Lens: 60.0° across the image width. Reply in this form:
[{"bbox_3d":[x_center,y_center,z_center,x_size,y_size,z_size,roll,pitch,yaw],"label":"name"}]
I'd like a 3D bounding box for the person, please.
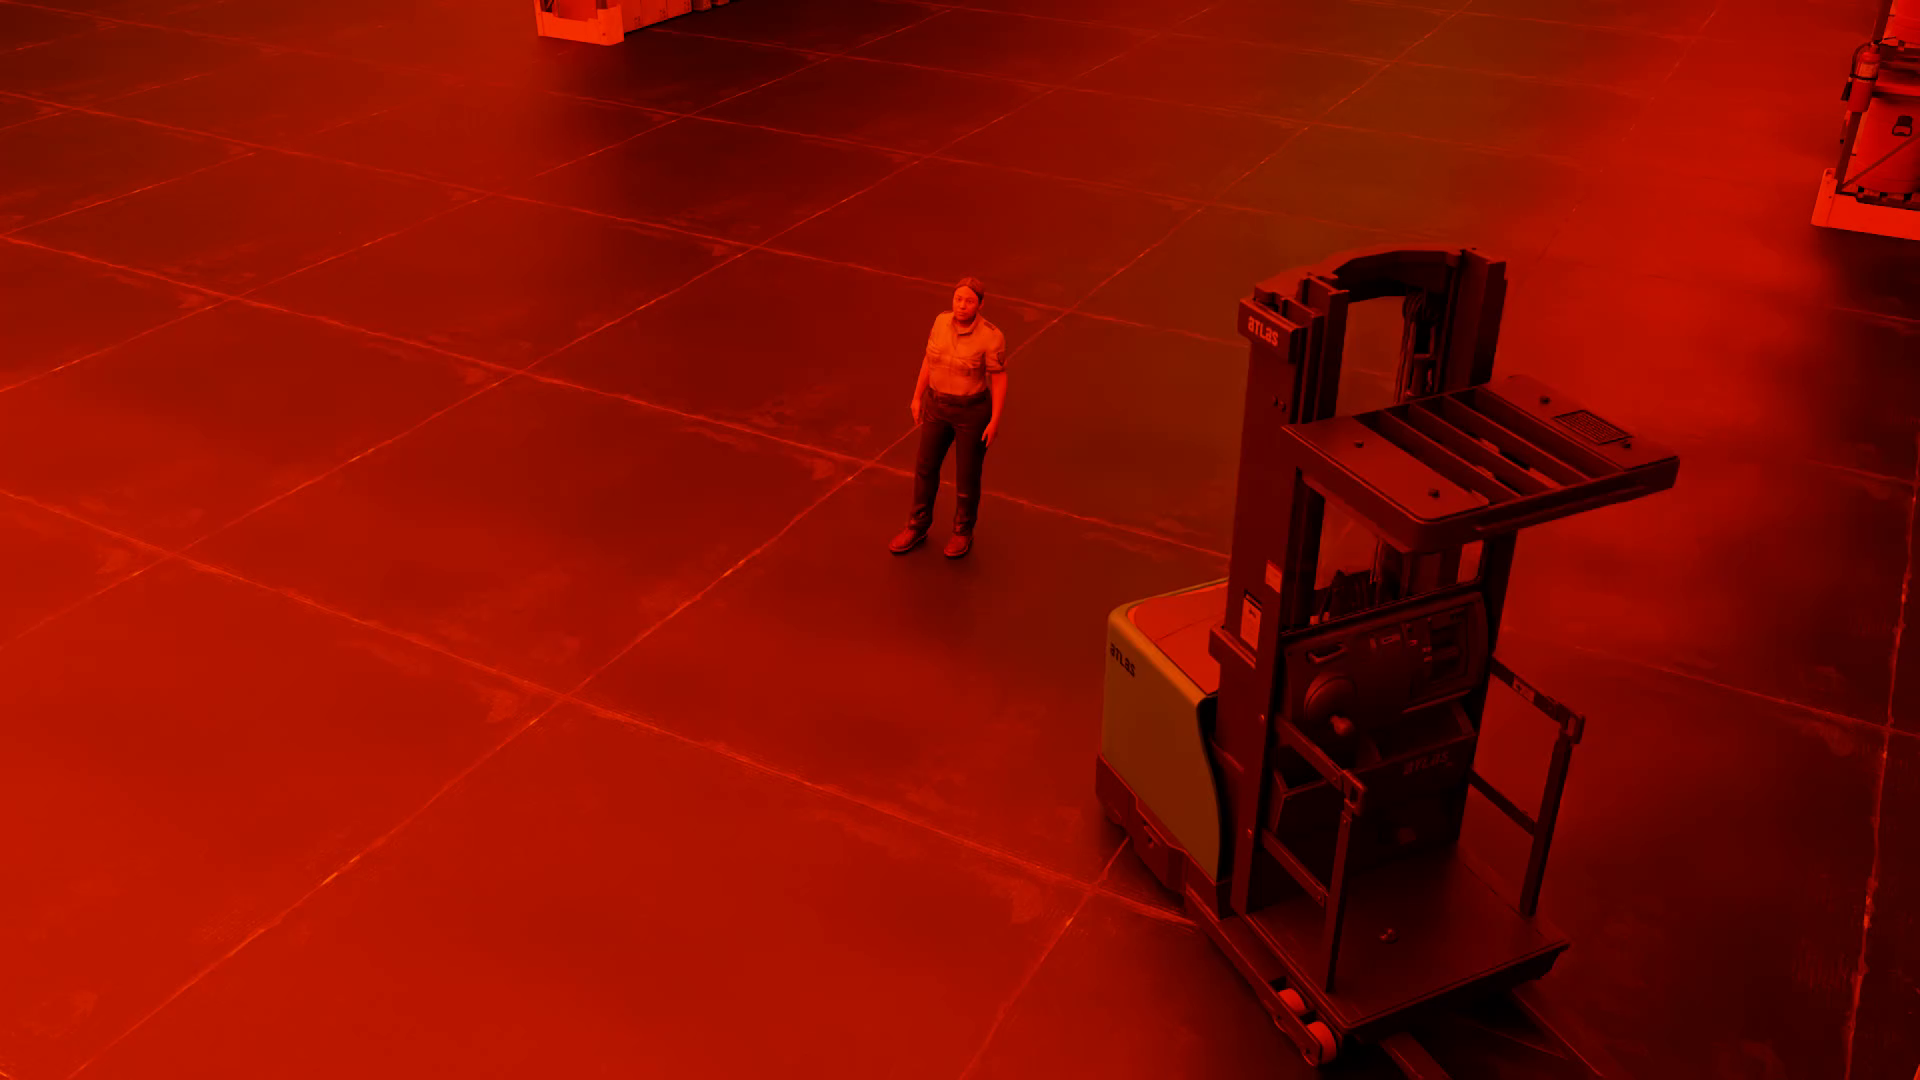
[{"bbox_3d":[-0.063,-0.686,9.529,0.599,1.650,0.503,15,33,25],"label":"person"}]

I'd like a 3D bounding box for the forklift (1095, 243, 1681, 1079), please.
[{"bbox_3d":[1.720,0.522,6.167,1.130,2.935,3.031,-13,33,-22],"label":"forklift"}]
